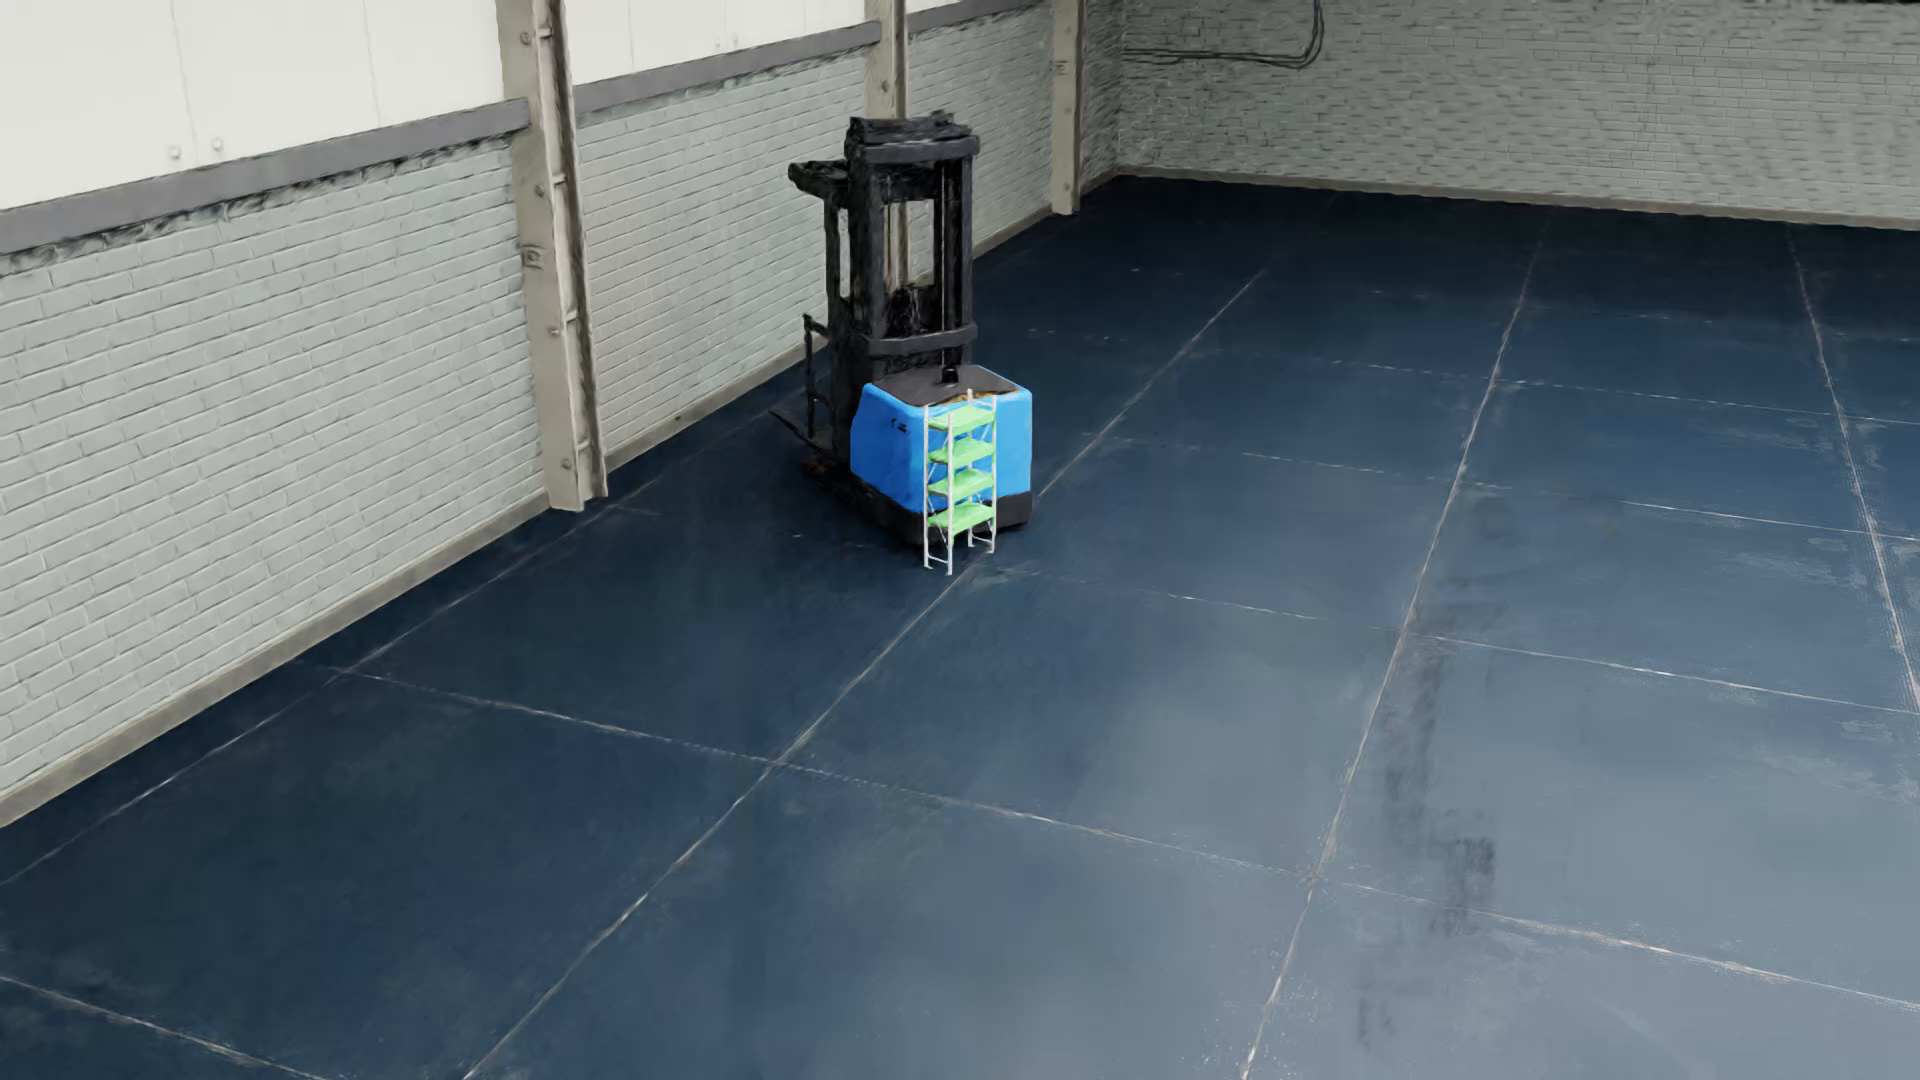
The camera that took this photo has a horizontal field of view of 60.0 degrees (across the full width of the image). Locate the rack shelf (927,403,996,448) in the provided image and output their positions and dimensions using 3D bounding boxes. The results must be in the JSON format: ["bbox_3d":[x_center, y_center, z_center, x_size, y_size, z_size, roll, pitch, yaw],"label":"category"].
[{"bbox_3d":[0.002,-0.795,11.517,0.258,0.148,0.480,17,28,35],"label":"rack shelf"}]

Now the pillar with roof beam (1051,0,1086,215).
[{"bbox_3d":[5.468,-8.136,20.052,9.100,9.000,0.400,9,24,20],"label":"pillar with roof beam"}]

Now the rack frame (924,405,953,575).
[{"bbox_3d":[-0.151,-0.338,11.501,0.240,1.200,0.015,17,28,35],"label":"rack frame"}]

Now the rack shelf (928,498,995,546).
[{"bbox_3d":[0.002,-0.130,11.794,0.258,0.148,0.480,17,28,35],"label":"rack shelf"}]

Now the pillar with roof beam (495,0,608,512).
[{"bbox_3d":[1.011,-3.842,9.772,9.100,9.000,0.400,9,24,20],"label":"pillar with roof beam"}]

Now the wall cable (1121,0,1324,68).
[{"bbox_3d":[3.793,-8.184,24.197,3.097,2.526,0.112,9,24,20],"label":"wall cable"}]

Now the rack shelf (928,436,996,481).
[{"bbox_3d":[0.002,-0.573,11.609,0.258,0.148,0.480,17,28,35],"label":"rack shelf"}]

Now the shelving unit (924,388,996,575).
[{"bbox_3d":[0.002,-0.411,11.677,0.258,1.200,0.503,17,28,35],"label":"shelving unit"}]

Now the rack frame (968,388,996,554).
[{"bbox_3d":[0.154,-0.484,11.853,0.240,1.200,0.015,17,28,35],"label":"rack frame"}]

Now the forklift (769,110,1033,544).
[{"bbox_3d":[-0.621,-1.846,12.867,1.130,2.935,3.031,-12,26,-27],"label":"forklift"}]

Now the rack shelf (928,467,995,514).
[{"bbox_3d":[0.002,-0.352,11.702,0.258,0.148,0.480,17,28,35],"label":"rack shelf"}]

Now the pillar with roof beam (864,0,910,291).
[{"bbox_3d":[3.240,-5.989,14.912,9.100,9.000,0.400,9,24,20],"label":"pillar with roof beam"}]
